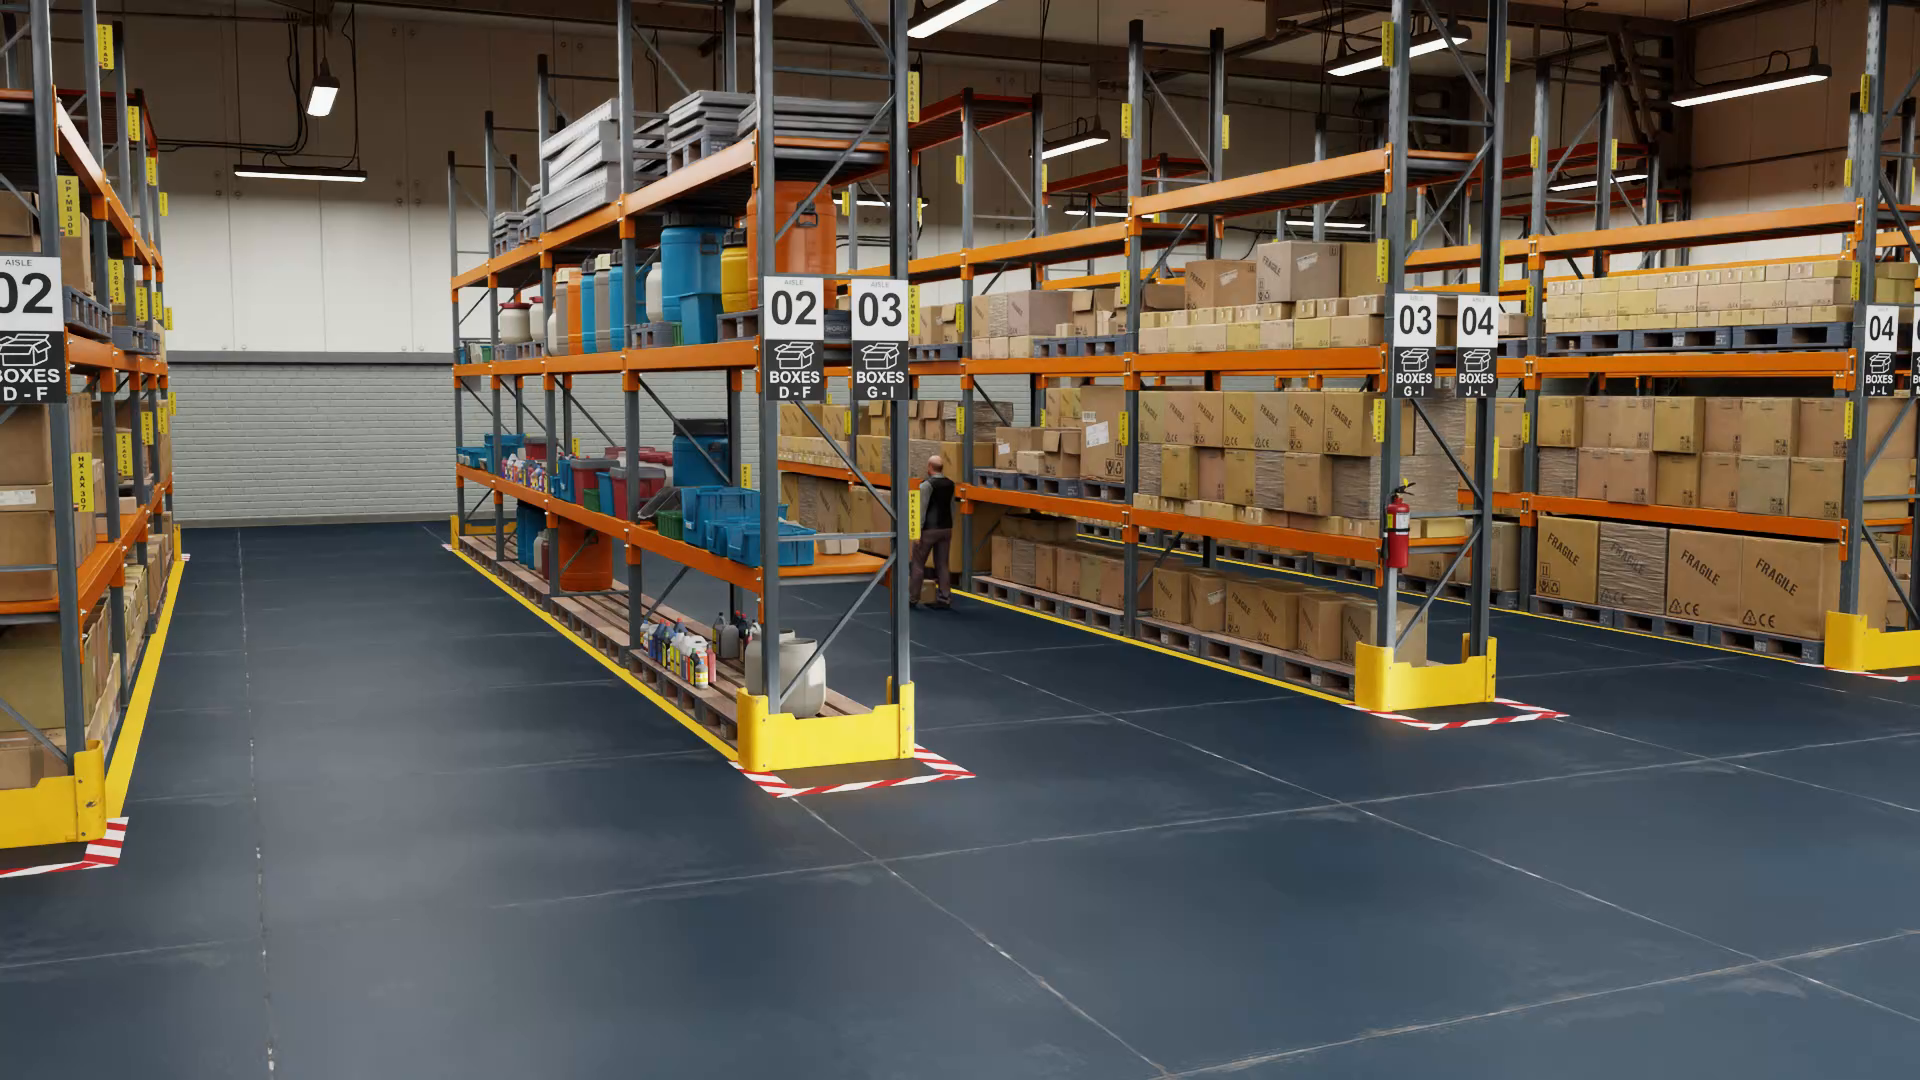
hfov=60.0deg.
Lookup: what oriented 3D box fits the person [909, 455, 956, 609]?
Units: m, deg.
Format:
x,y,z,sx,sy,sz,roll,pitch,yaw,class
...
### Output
x,y,z,sx,sy,sz,roll,pitch,yaw,class
-0.377,-0.094,18.680,0.564,1.723,0.605,-5,7,-42,person
